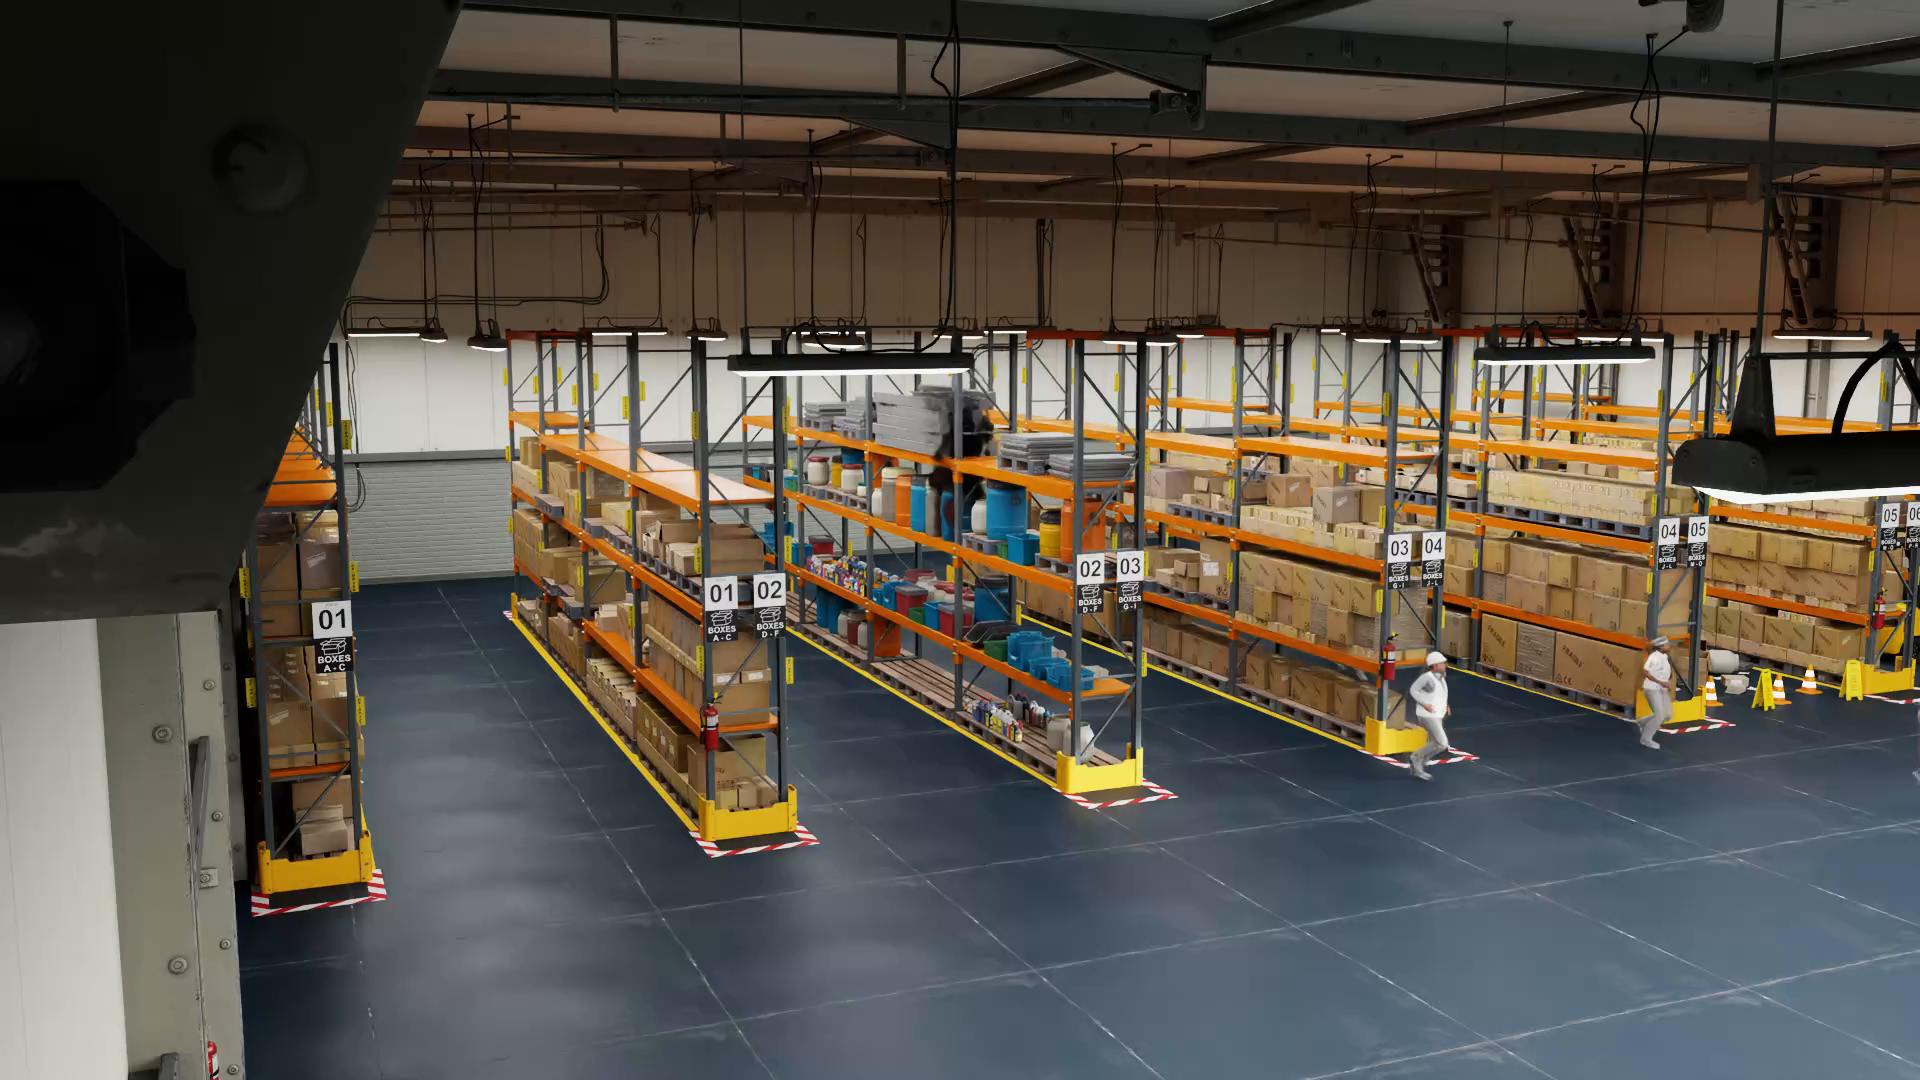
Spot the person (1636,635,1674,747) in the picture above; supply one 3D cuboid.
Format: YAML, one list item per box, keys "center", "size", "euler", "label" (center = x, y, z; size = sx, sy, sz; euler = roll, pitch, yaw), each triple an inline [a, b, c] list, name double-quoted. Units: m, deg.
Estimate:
- center: [10.298, 2.210, 24.570]
  size: [0.566, 1.622, 0.513]
  euler: [-7, 11, -43]
  label: "person"

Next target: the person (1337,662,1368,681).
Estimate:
- center: [6.906, 1.543, 29.113]
  size: [0.597, 1.716, 0.868]
  euler: [-4, 9, -27]
  label: "person"

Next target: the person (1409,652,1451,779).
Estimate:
- center: [6.461, 2.396, 22.724]
  size: [0.533, 1.740, 0.674]
  euler: [6, 10, 36]
  label: "person"
